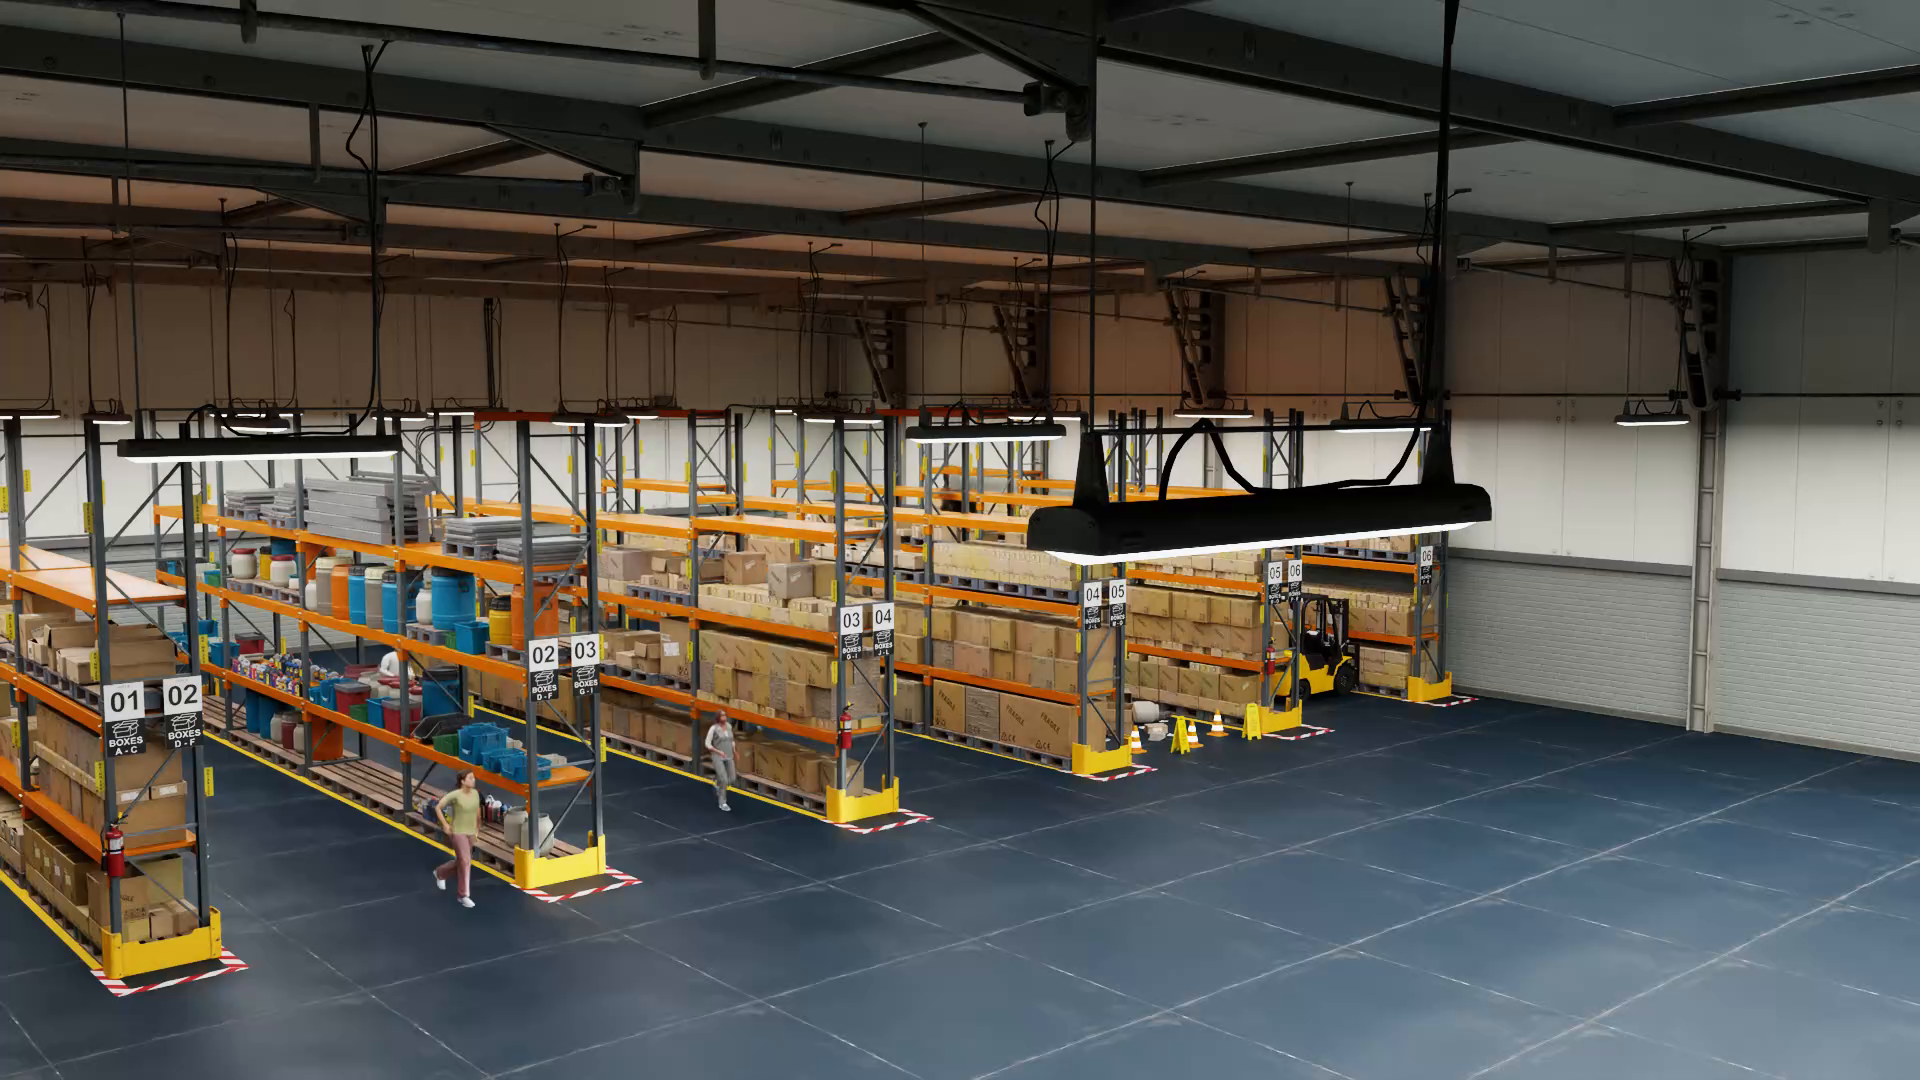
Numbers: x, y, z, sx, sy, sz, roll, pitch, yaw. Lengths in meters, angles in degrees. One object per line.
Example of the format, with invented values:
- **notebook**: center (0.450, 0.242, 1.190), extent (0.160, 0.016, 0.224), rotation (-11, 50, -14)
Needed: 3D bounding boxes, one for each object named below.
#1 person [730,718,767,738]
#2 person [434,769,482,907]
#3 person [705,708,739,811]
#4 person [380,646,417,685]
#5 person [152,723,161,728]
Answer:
- **person**: center (-3.921, 2.759, 30.726), extent (0.843, 1.817, 0.650), rotation (5, 7, 43)
- **person**: center (-6.259, 3.691, 20.882), extent (0.857, 1.652, 0.609), rotation (3, 6, 34)
- **person**: center (-3.641, 3.340, 25.368), extent (0.541, 1.559, 0.549), rotation (-4, 7, -41)
- **person**: center (-10.570, 2.719, 31.263), extent (0.673, 1.731, 0.702), rotation (3, 6, 34)
- **person**: center (-13.025, 3.112, 26.601), extent (0.653, 1.728, 0.912), rotation (-4, 7, -40)
